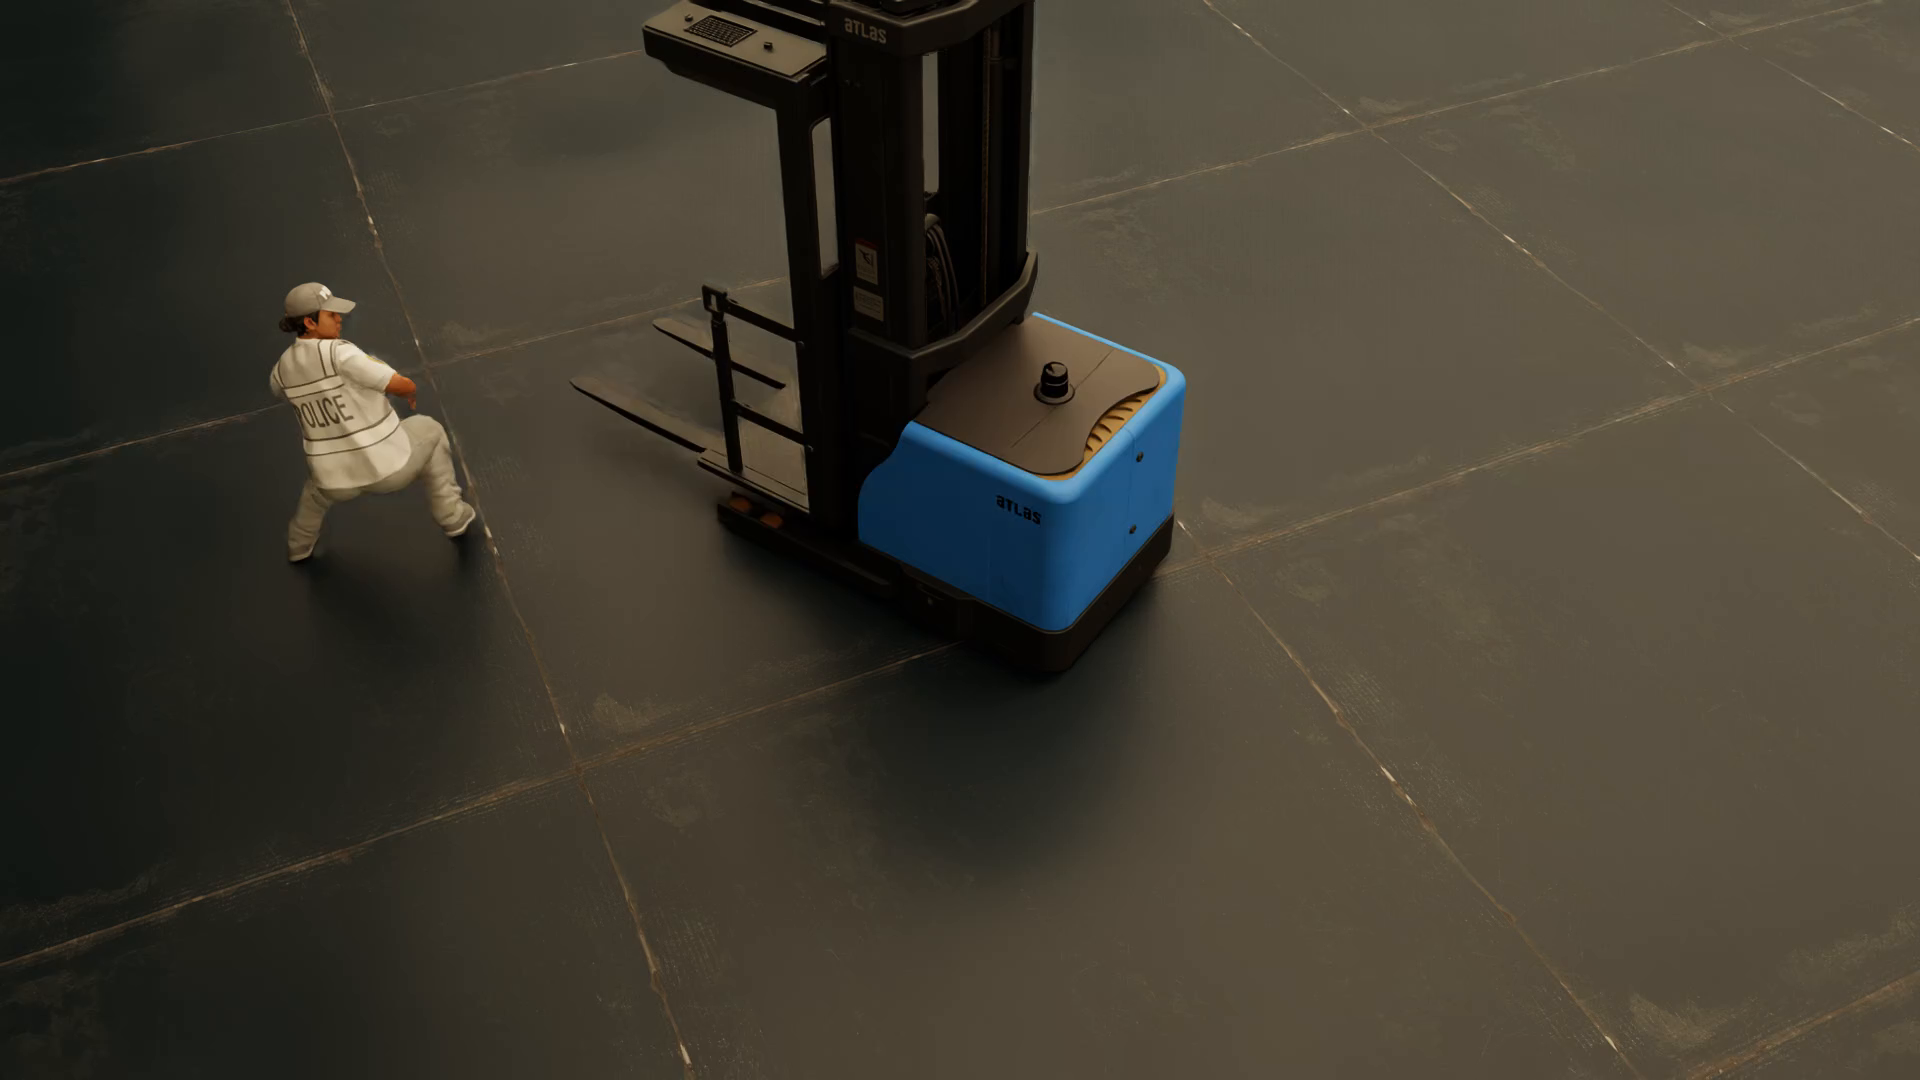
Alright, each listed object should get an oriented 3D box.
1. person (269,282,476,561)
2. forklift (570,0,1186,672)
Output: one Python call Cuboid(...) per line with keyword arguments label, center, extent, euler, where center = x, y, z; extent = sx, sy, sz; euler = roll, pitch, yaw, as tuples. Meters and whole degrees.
Cuboid(label="person", center=(-2.716, -0.481, 7.356), extent=(0.882, 1.452, 0.778), euler=(0, 43, 0))
Cuboid(label="forklift", center=(-0.530, -1.306, 7.079), extent=(3.031, 2.935, 1.130), euler=(25, 49, 25))
